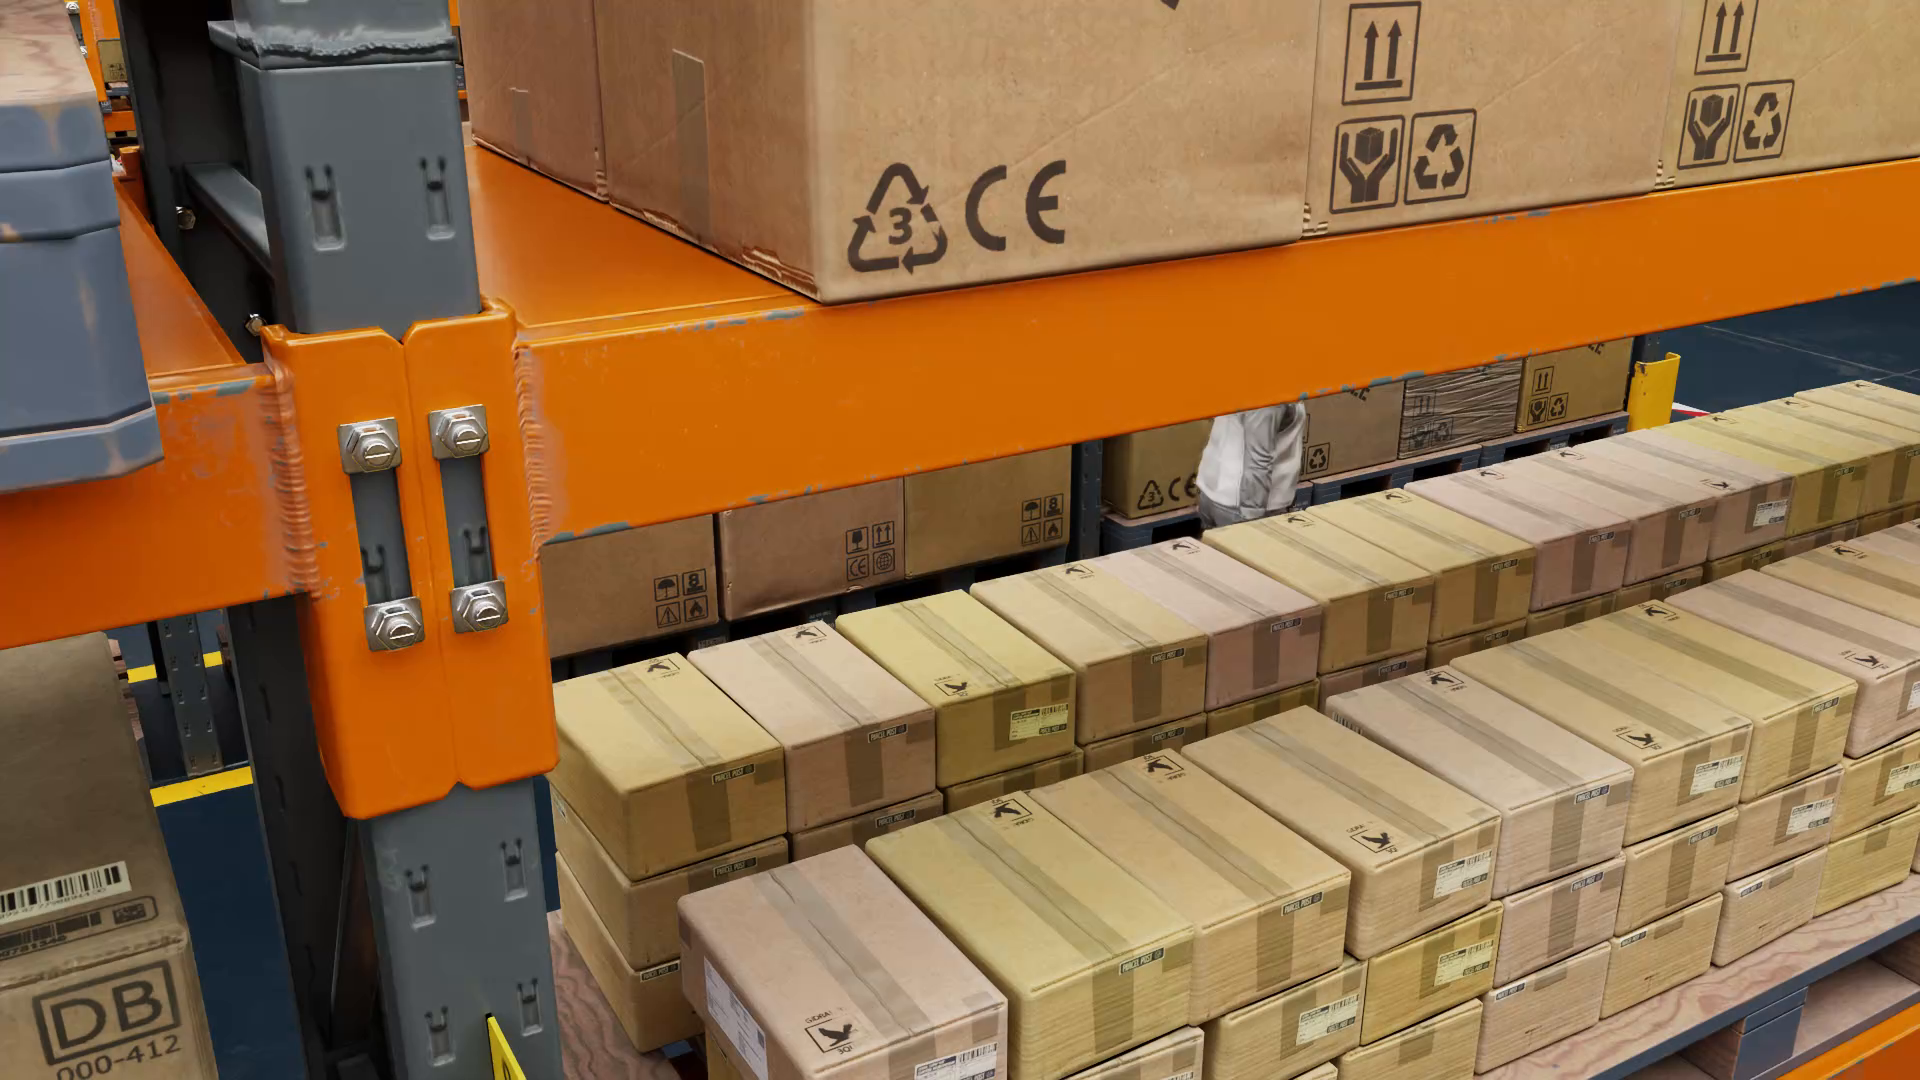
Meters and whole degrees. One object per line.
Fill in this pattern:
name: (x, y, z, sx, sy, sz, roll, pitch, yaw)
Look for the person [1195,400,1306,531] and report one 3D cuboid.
person: (1.022, -0.173, 6.477, 0.799, 1.738, 0.570, -4, 22, -9)
